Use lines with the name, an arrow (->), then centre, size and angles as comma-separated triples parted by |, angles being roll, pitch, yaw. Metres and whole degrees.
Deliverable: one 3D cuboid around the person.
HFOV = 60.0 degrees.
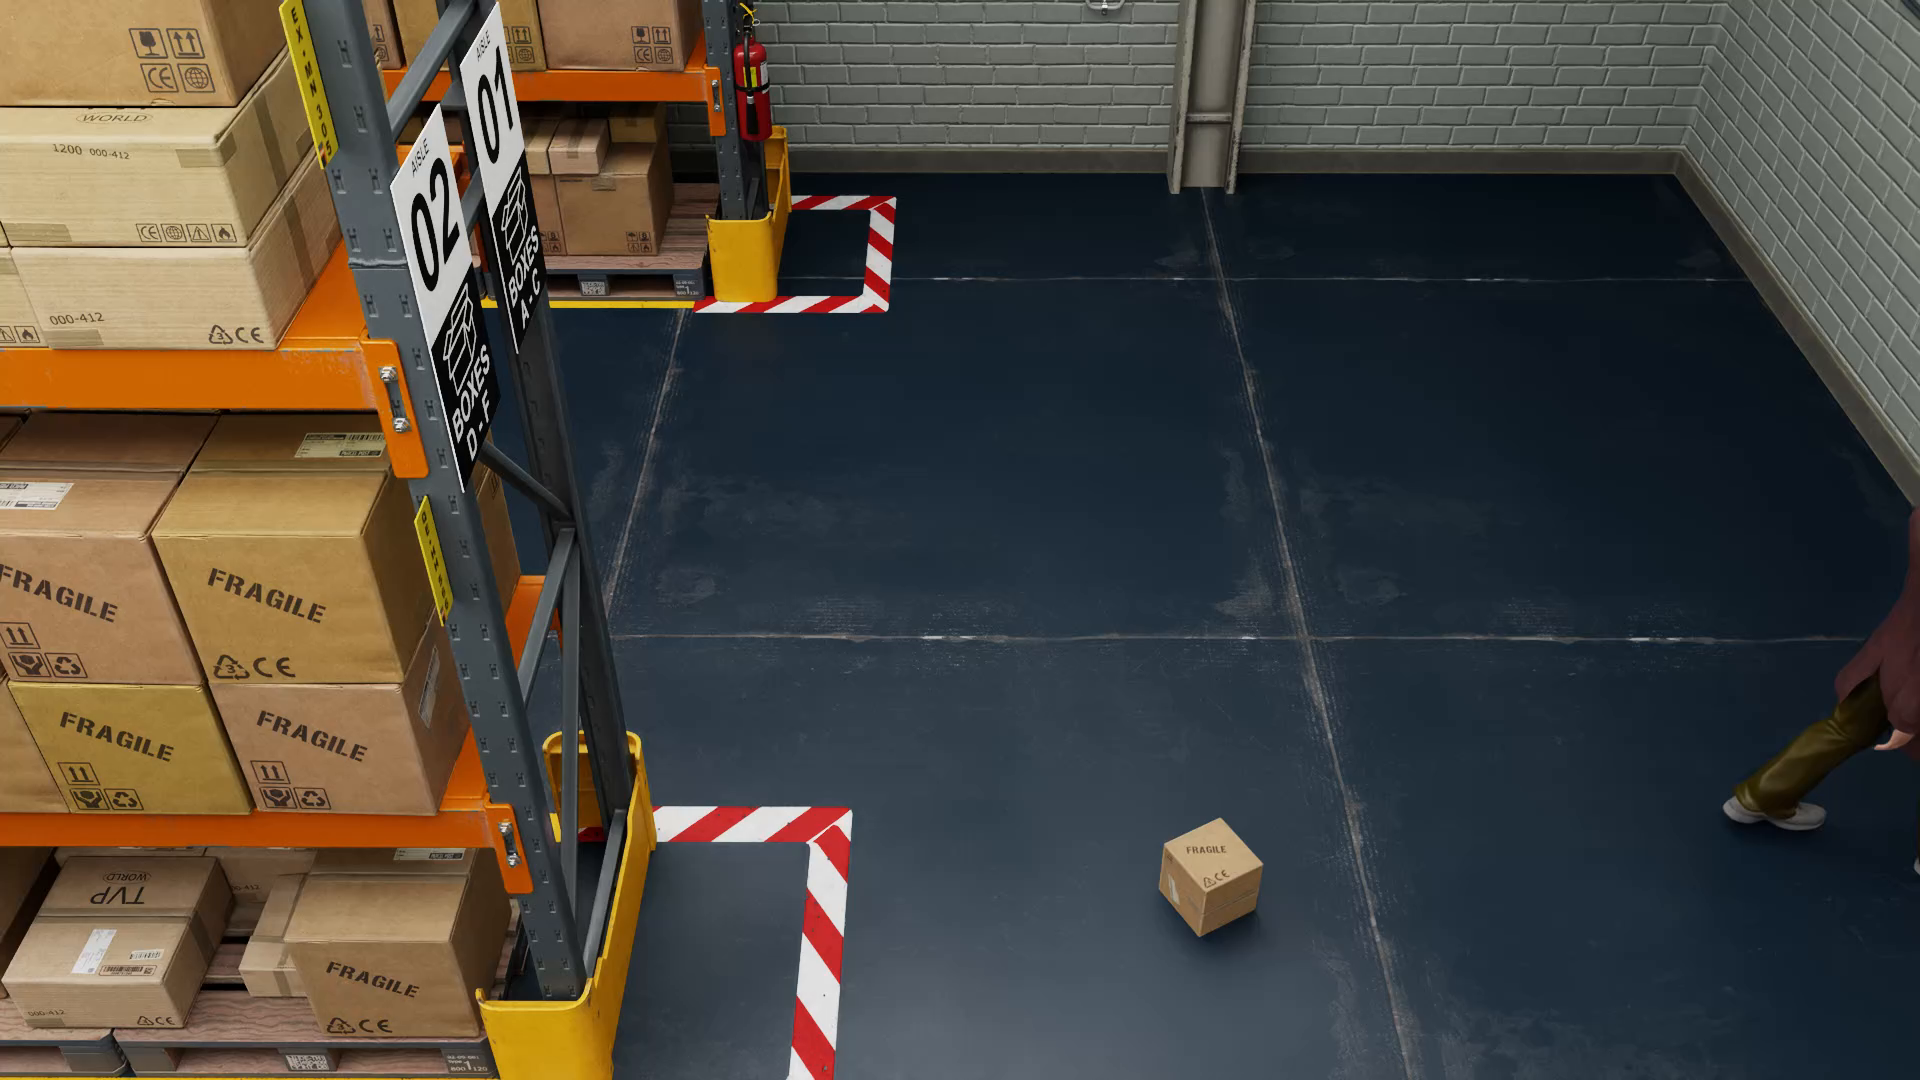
person -> 3.346, 0.445, 5.617 | 0.997, 1.735, 0.581 | 2, 39, 2
